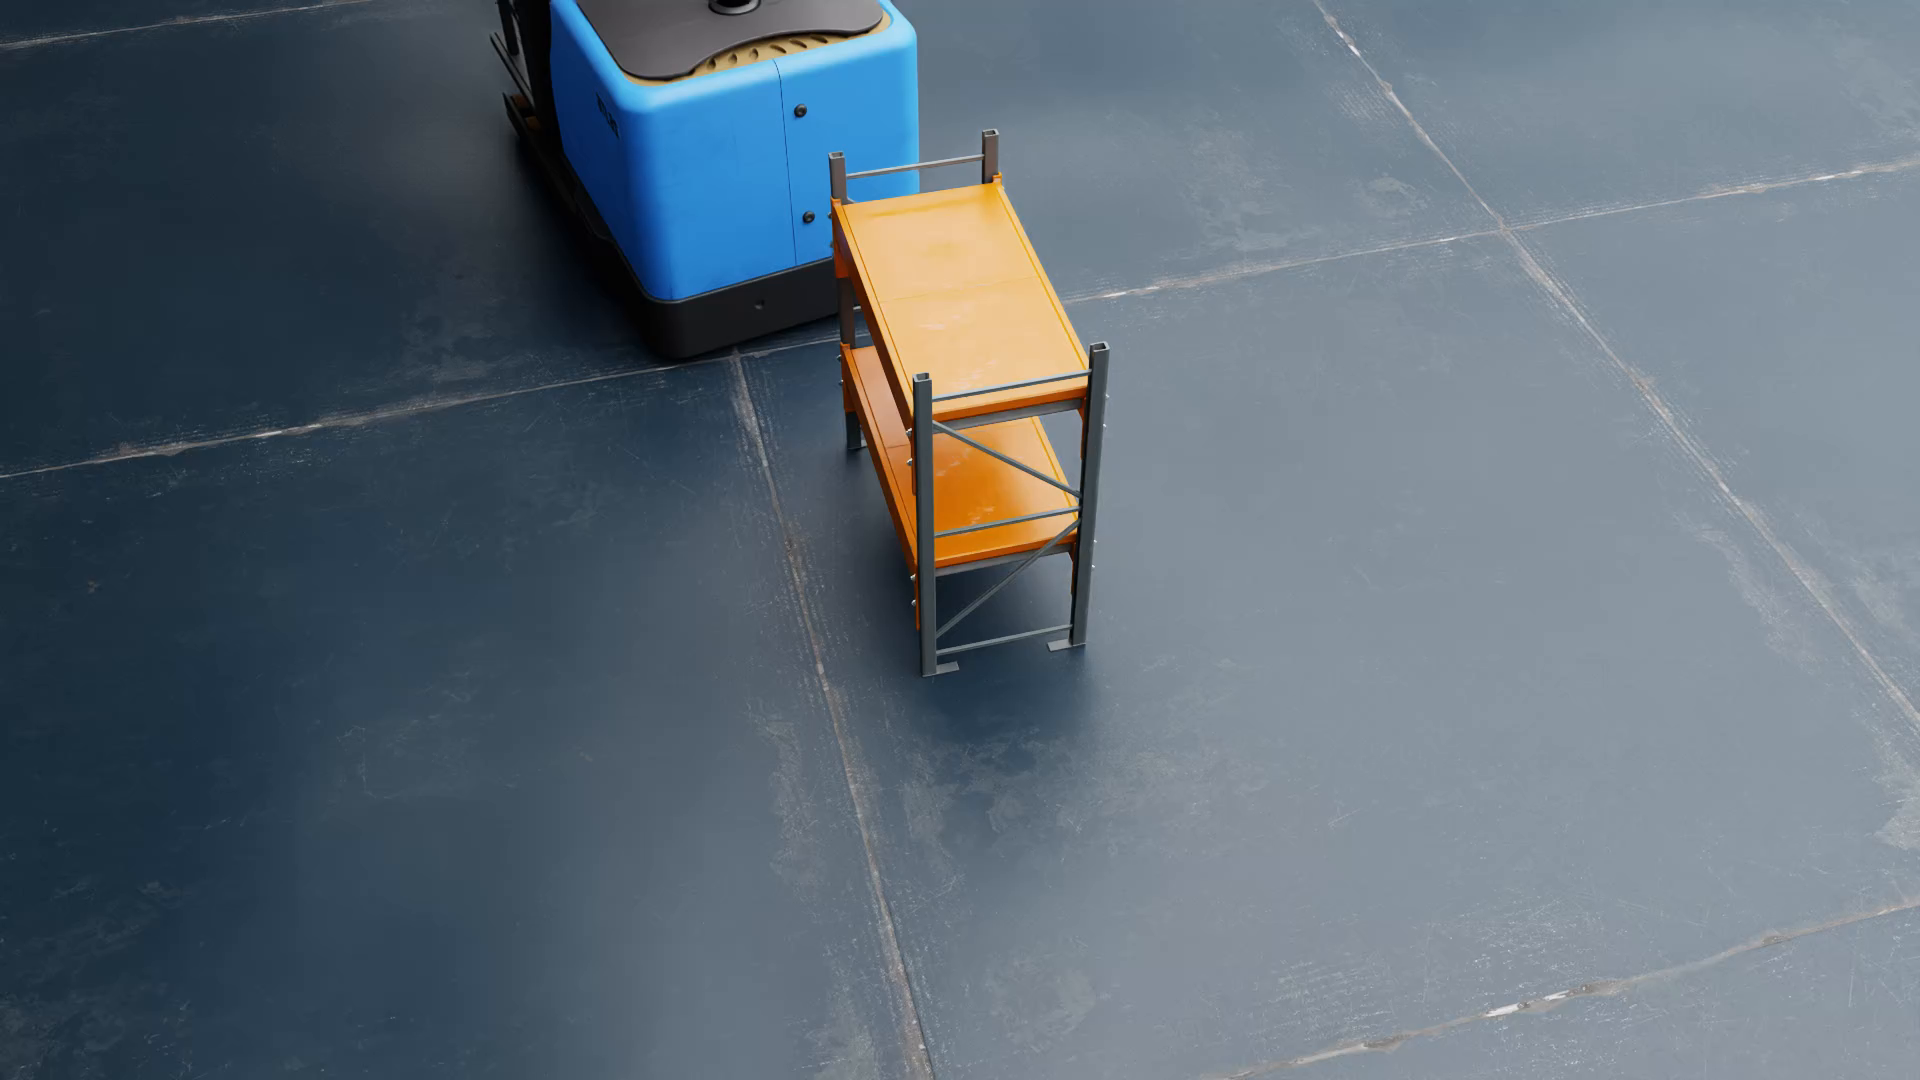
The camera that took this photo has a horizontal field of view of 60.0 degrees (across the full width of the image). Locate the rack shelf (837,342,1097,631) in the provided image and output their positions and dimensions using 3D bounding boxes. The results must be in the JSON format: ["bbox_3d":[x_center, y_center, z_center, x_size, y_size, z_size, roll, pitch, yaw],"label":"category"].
[{"bbox_3d":[-0.002,-0.227,5.027,0.538,0.278,1.000,-11,47,-10],"label":"rack shelf"}]

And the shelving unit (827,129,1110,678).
[{"bbox_3d":[-0.002,-0.398,4.853,0.538,1.125,1.048,-11,47,-10],"label":"shelving unit"}]

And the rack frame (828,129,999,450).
[{"bbox_3d":[-0.132,-0.749,5.197,0.500,1.125,0.032,-11,47,-10],"label":"rack frame"}]

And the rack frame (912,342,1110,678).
[{"bbox_3d":[0.128,-0.047,4.509,0.500,1.125,0.032,-11,47,-10],"label":"rack frame"}]

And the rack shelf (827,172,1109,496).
[{"bbox_3d":[-0.002,-0.603,4.644,0.538,0.278,1.000,-11,47,-10],"label":"rack shelf"}]

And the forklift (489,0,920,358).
[{"bbox_3d":[-1.227,-2.715,5.858,1.130,2.935,3.031,-19,49,-18],"label":"forklift"}]
